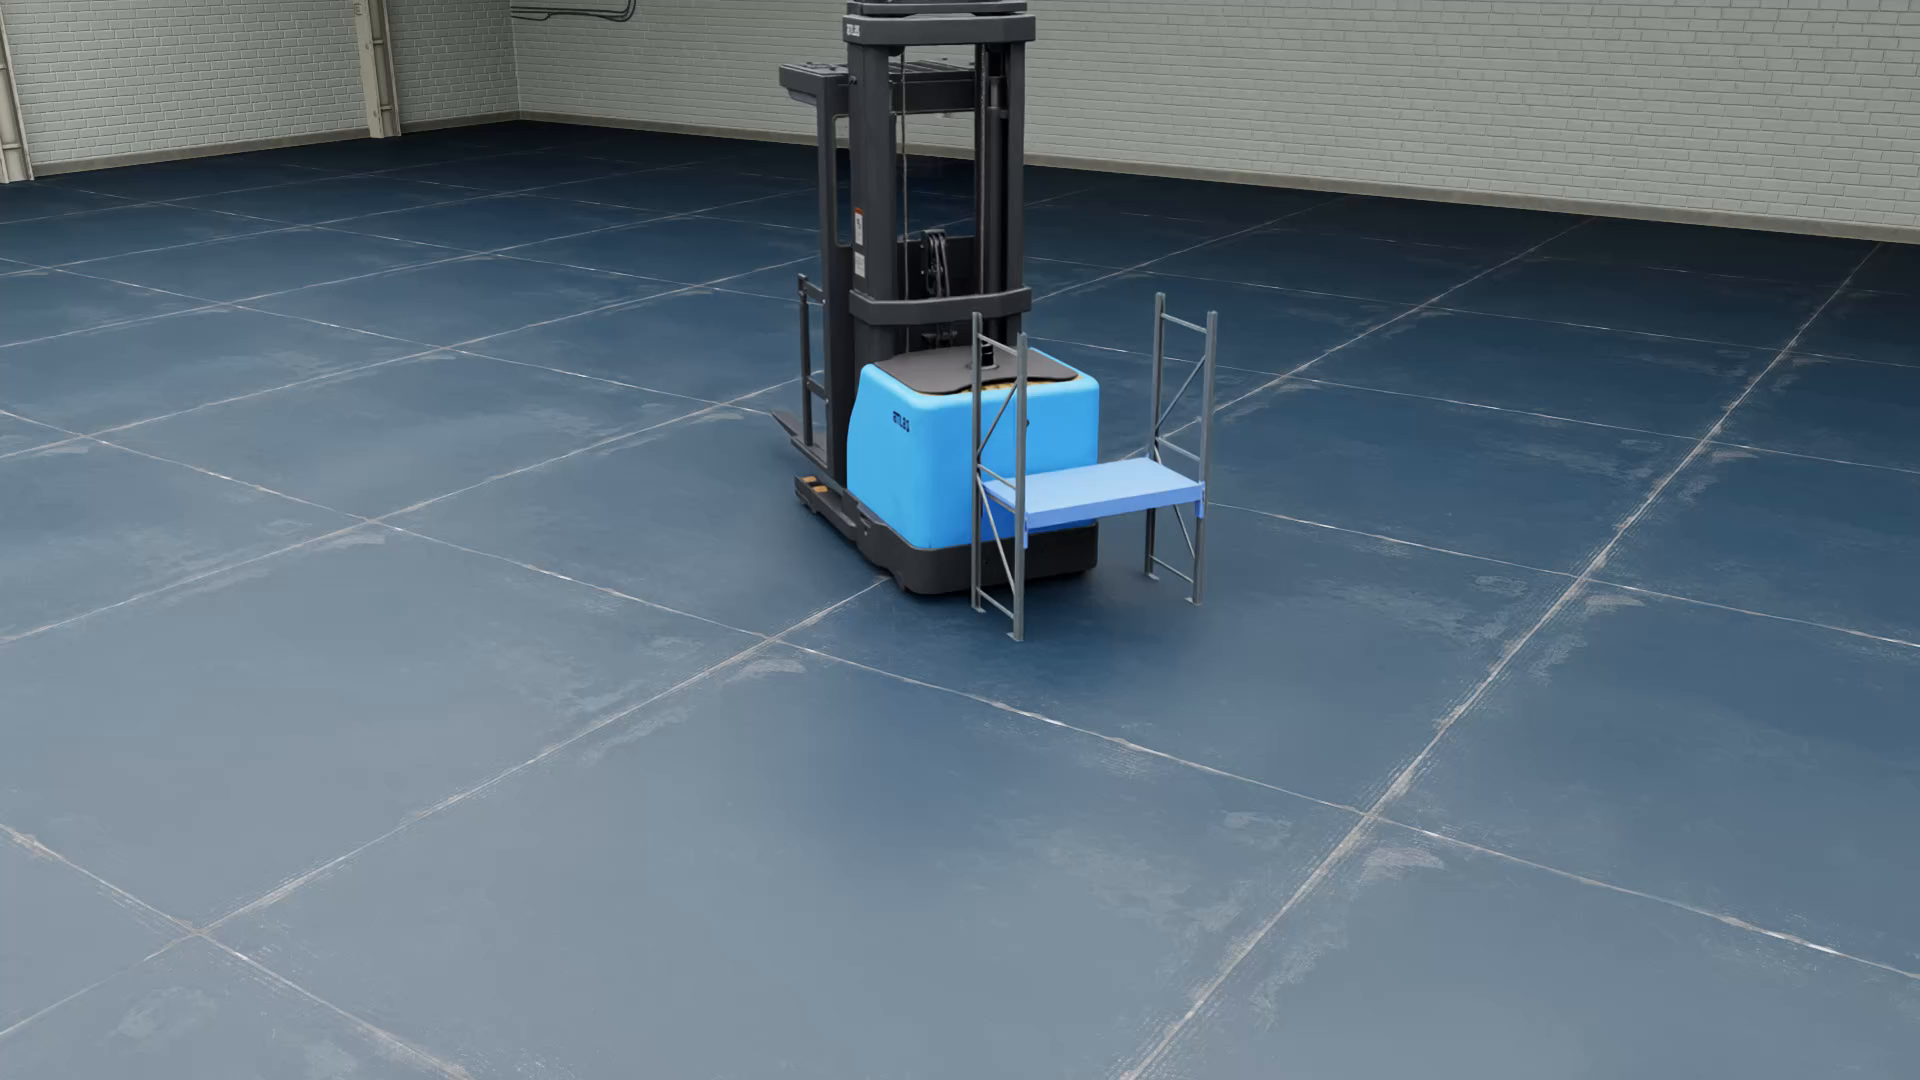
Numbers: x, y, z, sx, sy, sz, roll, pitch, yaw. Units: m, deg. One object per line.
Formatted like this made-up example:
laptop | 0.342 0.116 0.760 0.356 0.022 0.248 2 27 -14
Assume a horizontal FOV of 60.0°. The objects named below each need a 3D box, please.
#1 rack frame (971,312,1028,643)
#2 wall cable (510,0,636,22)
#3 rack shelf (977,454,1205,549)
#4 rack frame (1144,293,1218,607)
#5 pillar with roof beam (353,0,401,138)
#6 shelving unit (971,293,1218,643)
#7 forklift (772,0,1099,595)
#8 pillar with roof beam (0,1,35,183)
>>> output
rack frame | 0.180 -0.292 7.892 0.032 1.500 0.500 -10 22 -24
wall cable | -6.562 -9.892 27.513 3.097 2.526 0.112 13 24 32
rack shelf | 0.636 -0.201 8.163 1.000 0.185 0.538 -10 22 -24
rack frame | 1.093 -0.447 8.310 0.032 1.500 0.500 -10 22 -24
pillar with roof beam | -5.751 -9.922 23.117 9.100 9.000 0.400 13 24 32
shelving unit | 0.637 -0.369 8.101 1.048 1.500 0.538 -10 22 -24
forklift | -0.327 -1.576 9.301 1.130 2.935 3.031 -8 22 -22
pillar with roof beam | -9.124 -8.200 18.463 9.100 9.000 0.400 13 24 32
